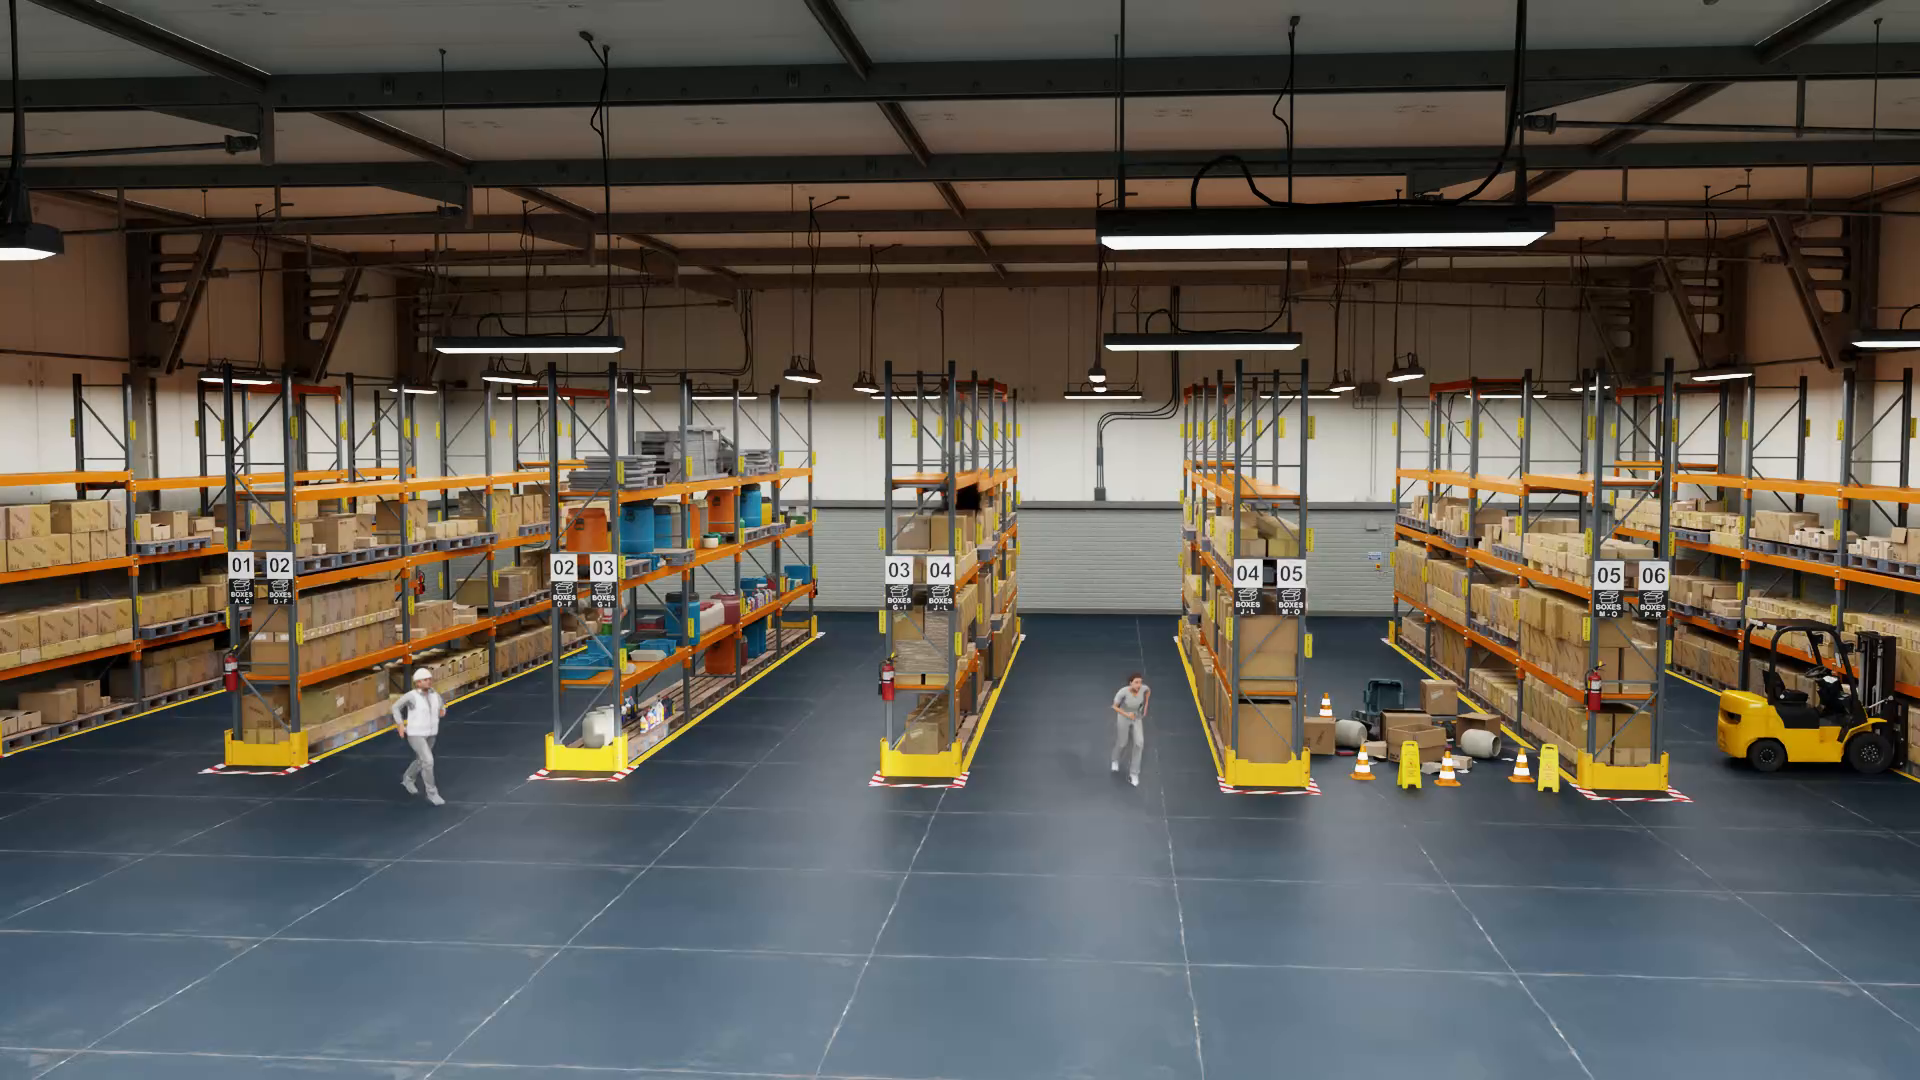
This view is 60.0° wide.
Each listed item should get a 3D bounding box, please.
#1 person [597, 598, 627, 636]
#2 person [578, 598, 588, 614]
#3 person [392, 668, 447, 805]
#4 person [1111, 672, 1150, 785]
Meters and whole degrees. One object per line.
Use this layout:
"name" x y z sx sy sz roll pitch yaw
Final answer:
"person" -7.467 1.794 35.619 0.655 1.762 0.771 0 4 2
"person" -9.592 1.402 41.782 0.791 1.635 0.616 0 4 5
"person" -7.250 2.622 22.398 0.911 1.802 0.636 2 4 30
"person" 2.411 2.659 23.919 0.606 1.626 0.955 -1 4 -17
